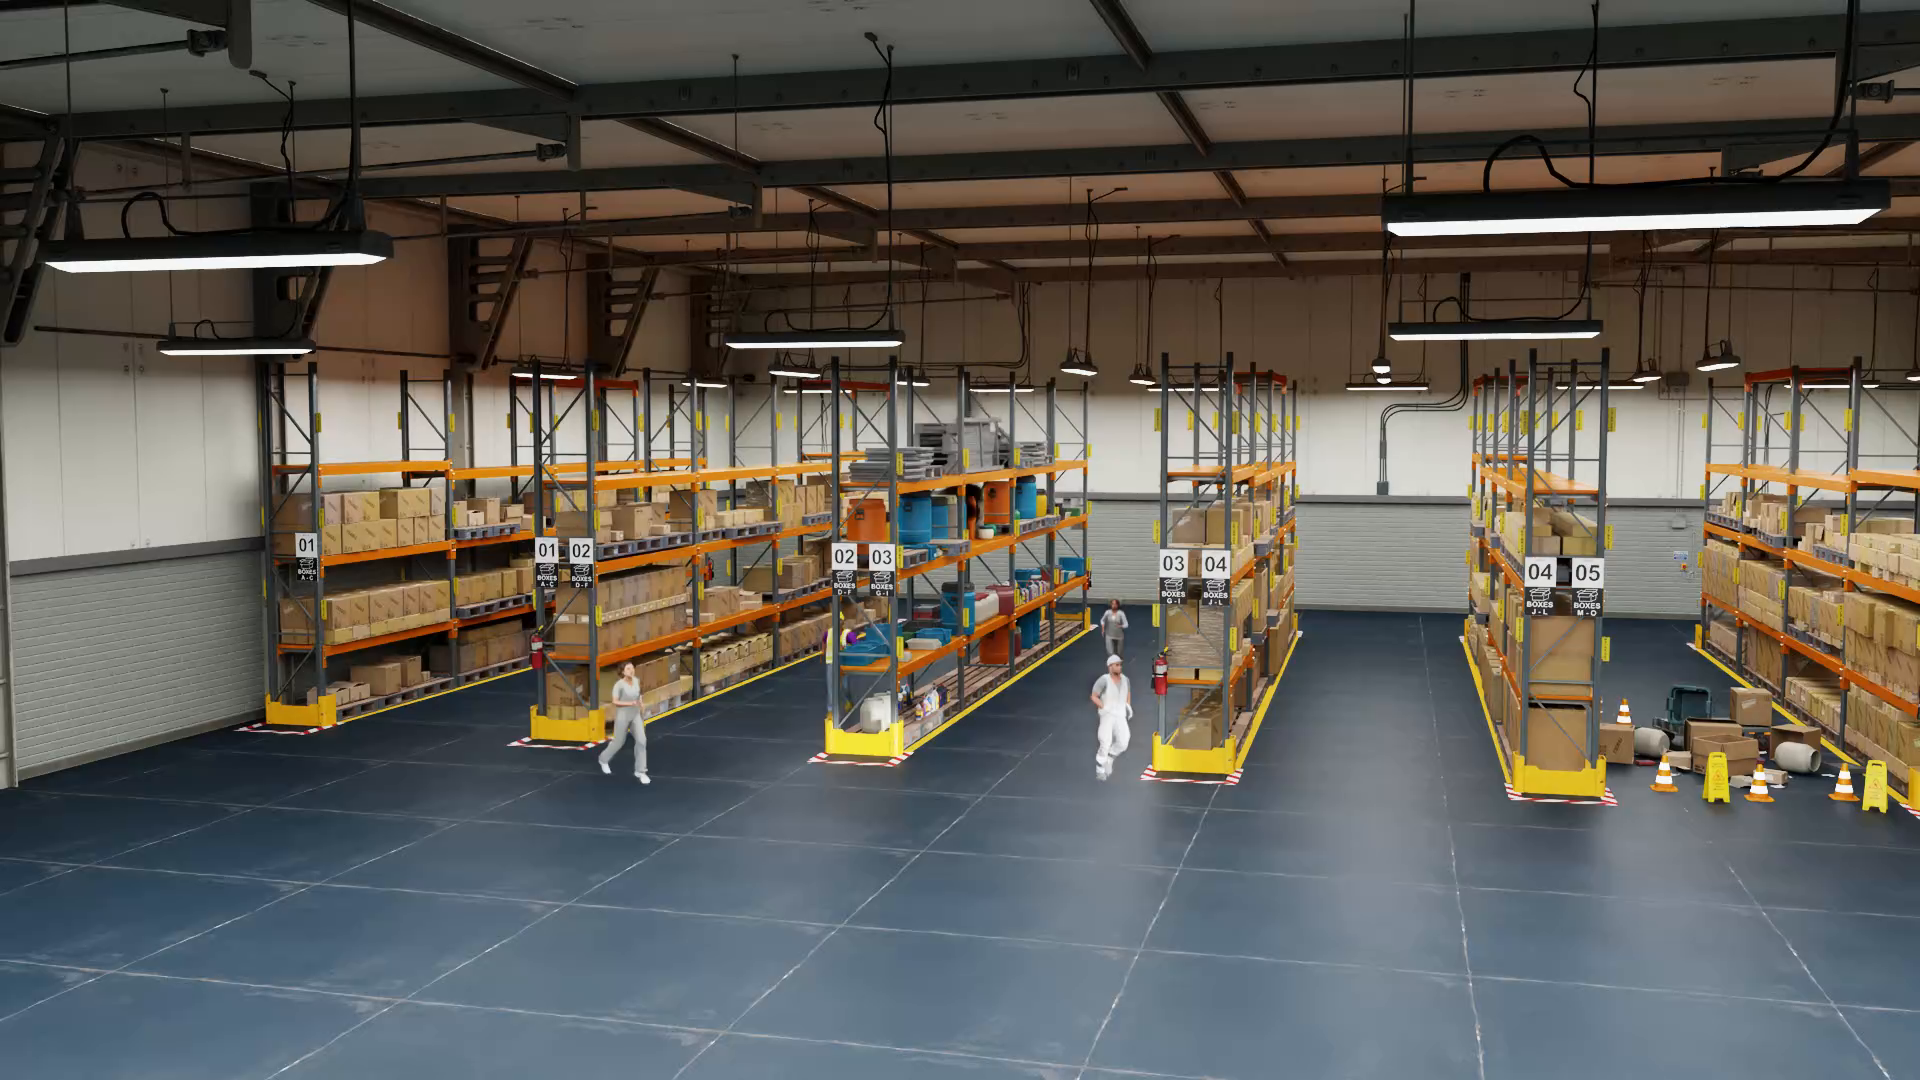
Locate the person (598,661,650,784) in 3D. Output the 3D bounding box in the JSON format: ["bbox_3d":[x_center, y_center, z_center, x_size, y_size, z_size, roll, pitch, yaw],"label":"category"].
[{"bbox_3d":[-4.685,2.526,23.322,0.954,1.696,0.575,4,6,44],"label":"person"}]

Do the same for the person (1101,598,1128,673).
[{"bbox_3d":[2.992,1.920,32.269,0.539,1.578,0.893,0,4,7],"label":"person"}]

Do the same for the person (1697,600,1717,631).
[{"bbox_3d":[17.215,1.519,38.152,0.561,1.616,0.662,2,4,21],"label":"person"}]

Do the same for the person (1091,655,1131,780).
[{"bbox_3d":[2.166,2.491,23.328,0.699,1.754,0.531,-2,4,-21],"label":"person"}]

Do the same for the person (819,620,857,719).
[{"bbox_3d":[-2.062,2.126,28.216,0.700,1.716,0.989,1,4,10],"label":"person"}]
